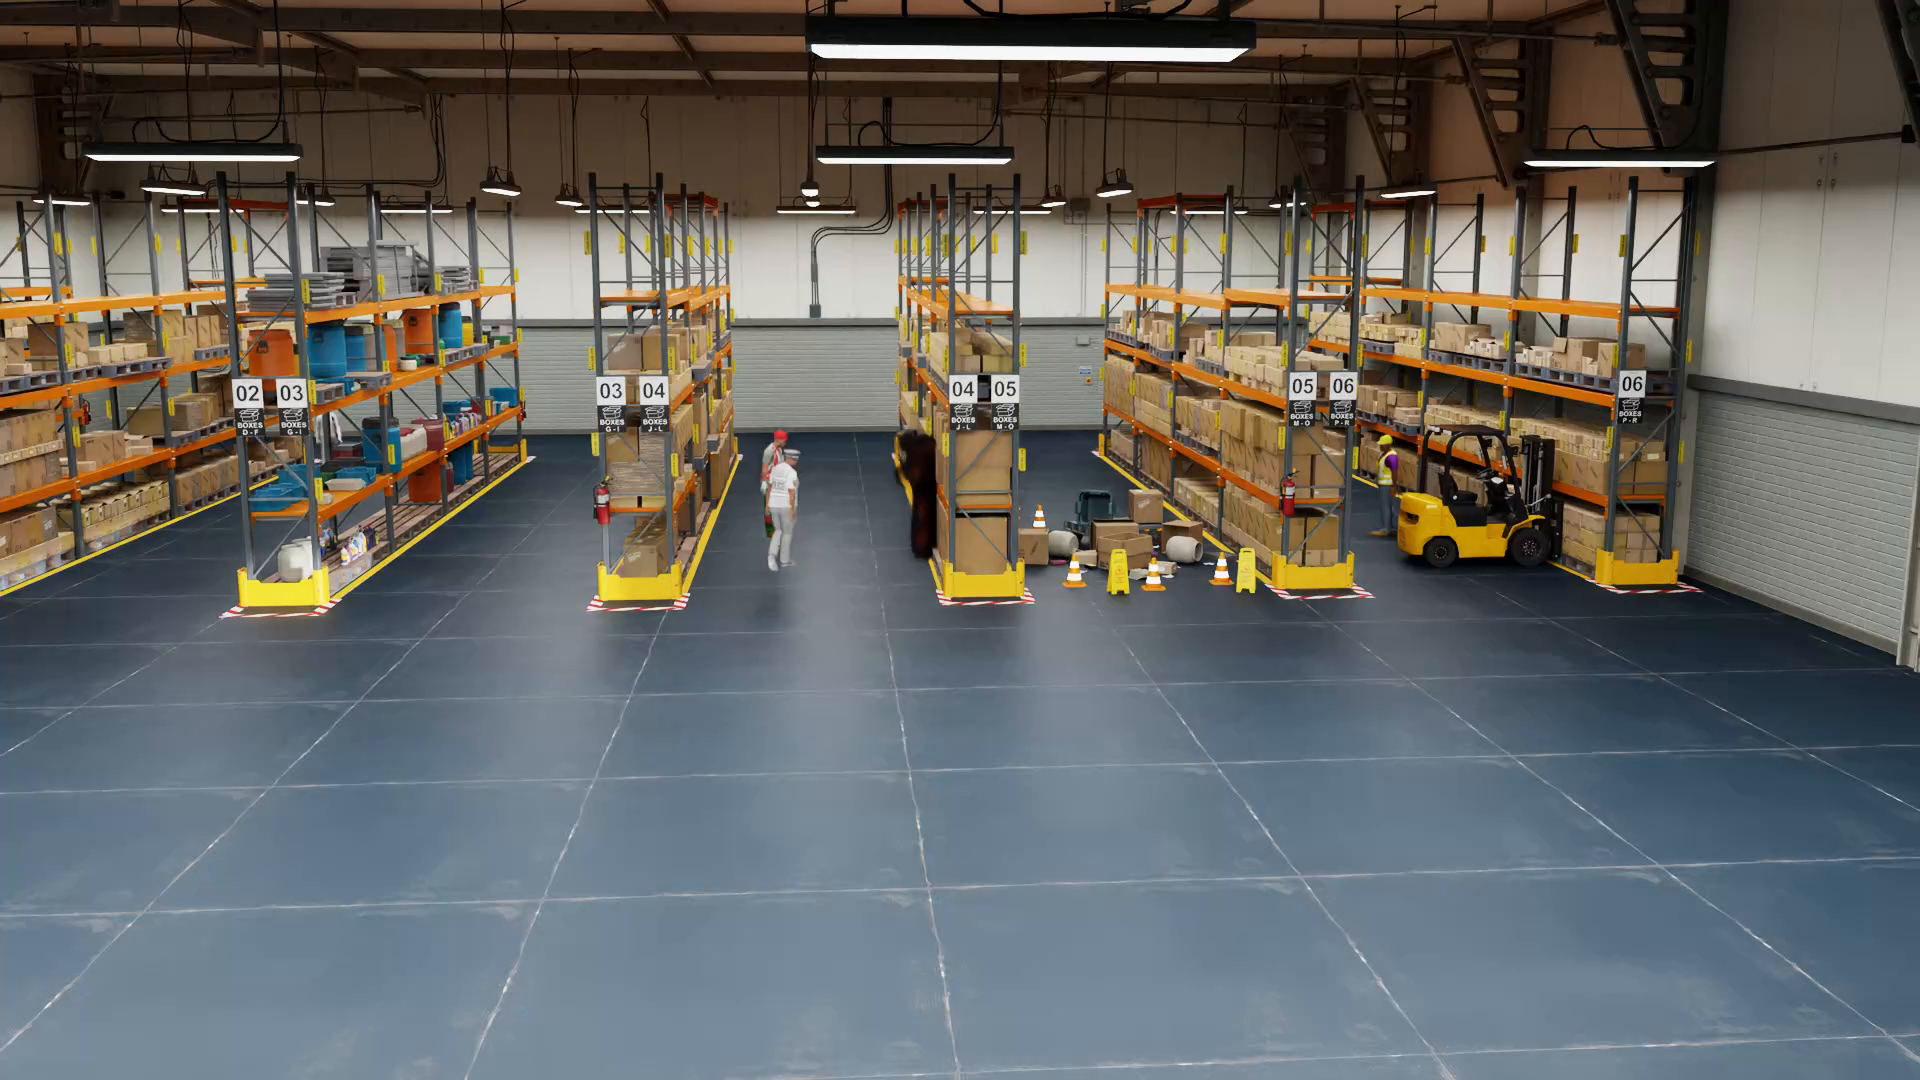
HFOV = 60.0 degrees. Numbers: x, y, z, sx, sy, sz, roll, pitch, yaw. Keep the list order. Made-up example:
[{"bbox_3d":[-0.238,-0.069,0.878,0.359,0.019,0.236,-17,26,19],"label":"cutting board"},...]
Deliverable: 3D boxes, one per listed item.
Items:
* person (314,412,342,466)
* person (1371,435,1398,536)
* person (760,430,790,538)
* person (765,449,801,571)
[{"bbox_3d":[-13.947,-2.252,36.719,0.582,1.621,0.974,-2,10,-9],"label":"person"},{"bbox_3d":[7.478,-0.963,29.107,0.435,1.773,0.582,4,11,23],"label":"person"},{"bbox_3d":[-3.066,-0.898,27.097,0.472,1.786,0.605,7,12,35],"label":"person"},{"bbox_3d":[-2.627,-0.430,24.590,0.561,1.812,0.507,6,11,29],"label":"person"}]
